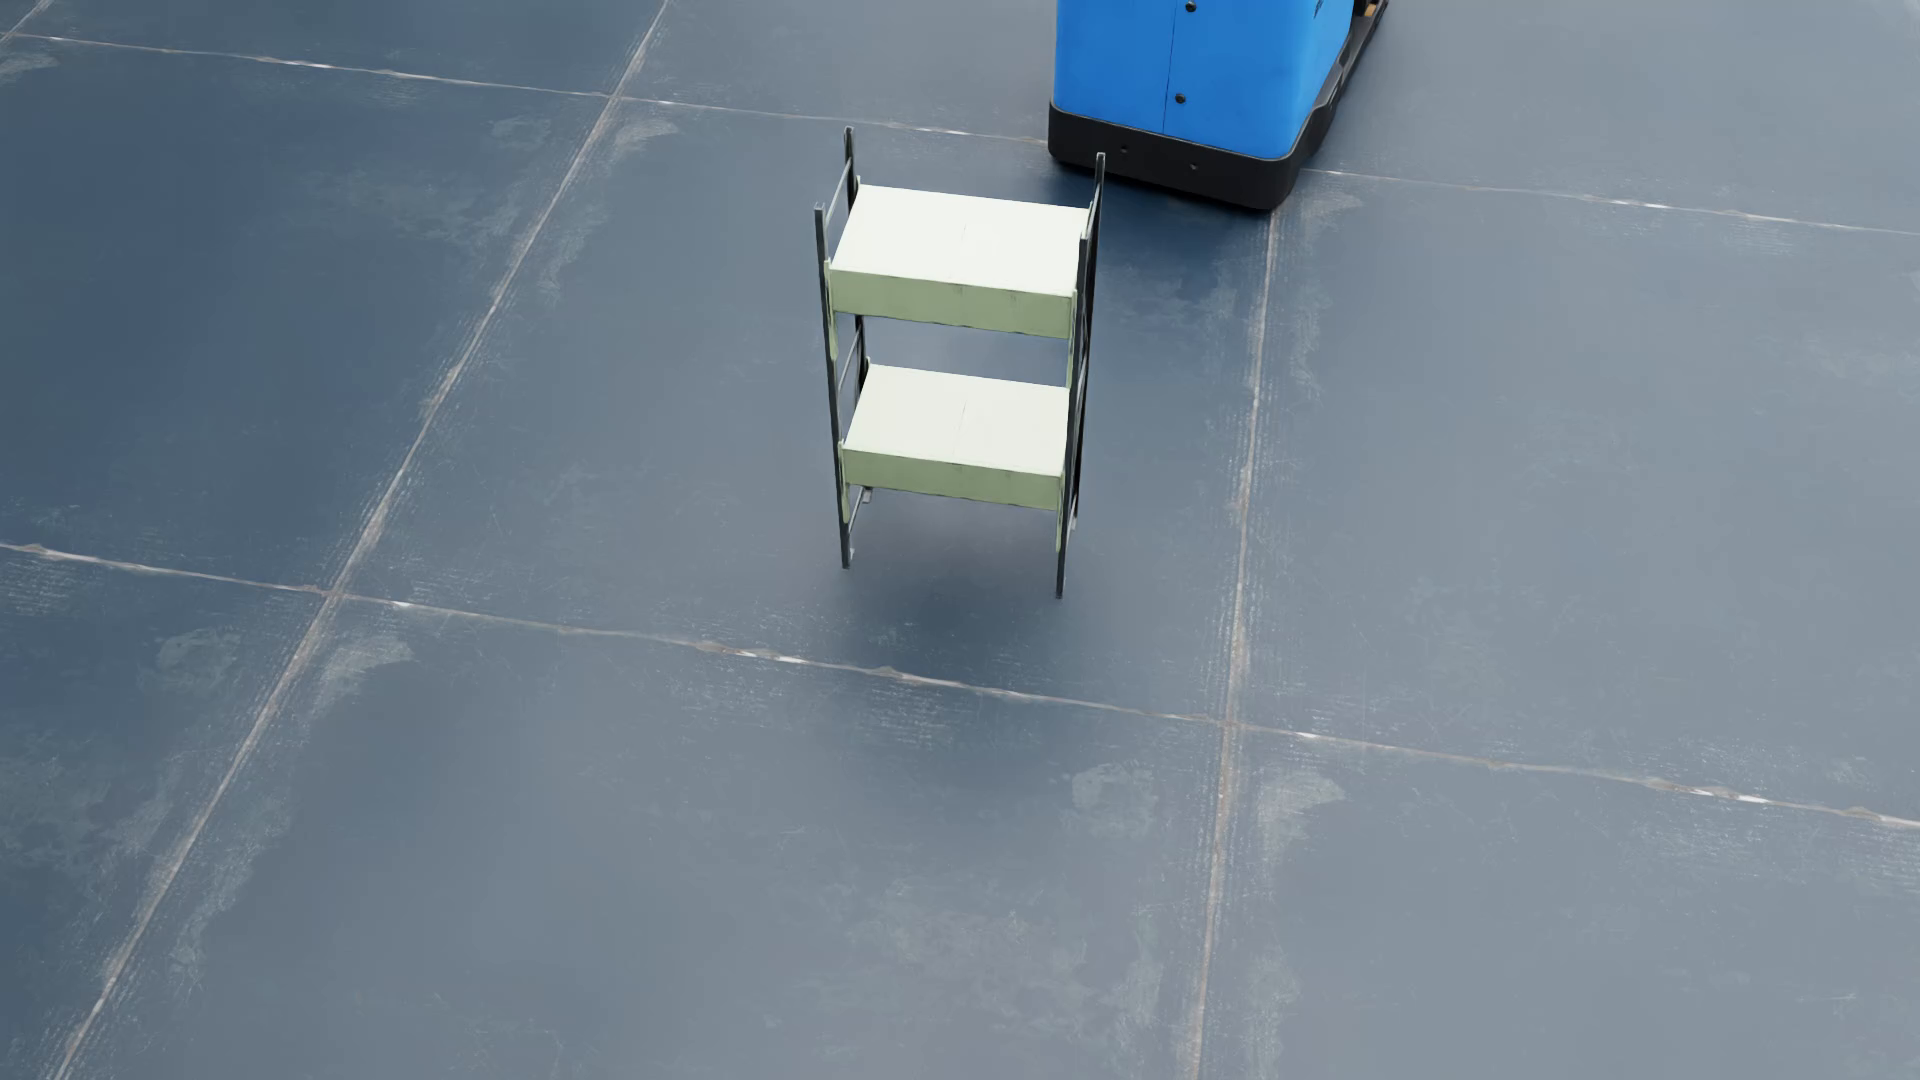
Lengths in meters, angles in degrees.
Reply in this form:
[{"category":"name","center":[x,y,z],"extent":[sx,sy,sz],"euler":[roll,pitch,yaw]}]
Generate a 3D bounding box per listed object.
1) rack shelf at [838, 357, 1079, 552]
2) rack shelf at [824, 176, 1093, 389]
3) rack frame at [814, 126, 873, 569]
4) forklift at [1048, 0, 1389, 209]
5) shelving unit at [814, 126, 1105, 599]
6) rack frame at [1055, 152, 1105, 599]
[{"category":"rack shelf","center":[0.007,-0.283,5.434],"extent":[0.720,0.370,0.431],"euler":[8,49,7]},{"category":"rack shelf","center":[0.007,-0.761,4.901],"extent":[0.720,0.370,0.431],"euler":[8,49,7]},{"category":"rack frame","center":[-0.354,-0.549,5.235],"extent":[0.023,1.500,0.400],"euler":[8,49,7]},{"category":"forklift","center":[1.420,-3.465,6.893],"extent":[1.130,2.935,3.031],"euler":[18,50,15]},{"category":"shelving unit","center":[0.007,-0.500,5.191],"extent":[0.755,1.500,0.431],"euler":[8,49,7]},{"category":"rack frame","center":[0.367,-0.452,5.148],"extent":[0.023,1.500,0.400],"euler":[8,49,7]}]
